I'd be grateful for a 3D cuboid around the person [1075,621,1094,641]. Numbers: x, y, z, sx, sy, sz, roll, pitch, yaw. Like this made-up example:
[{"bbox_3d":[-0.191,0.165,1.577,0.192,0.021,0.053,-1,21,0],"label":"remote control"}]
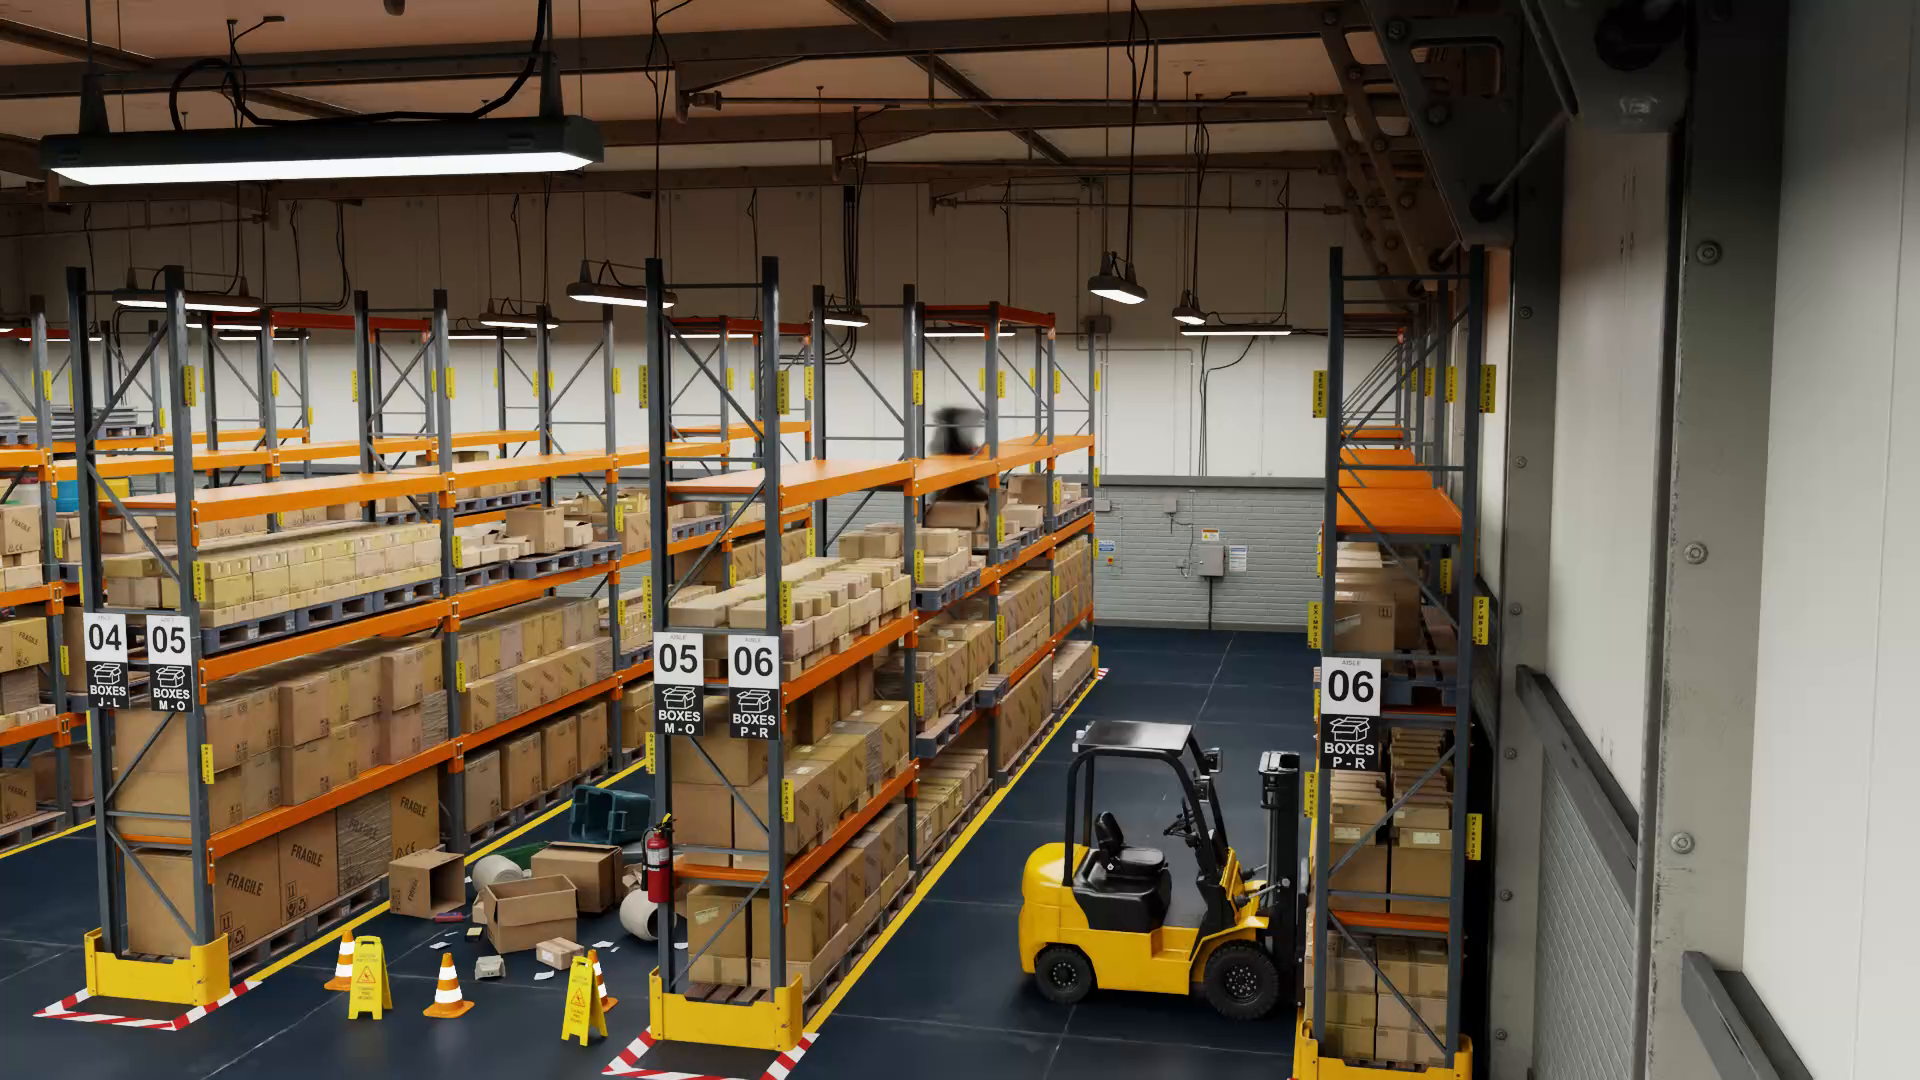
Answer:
[{"bbox_3d":[2.061,1.121,31.406,0.933,1.708,0.675,-1,6,-9],"label":"person"}]
